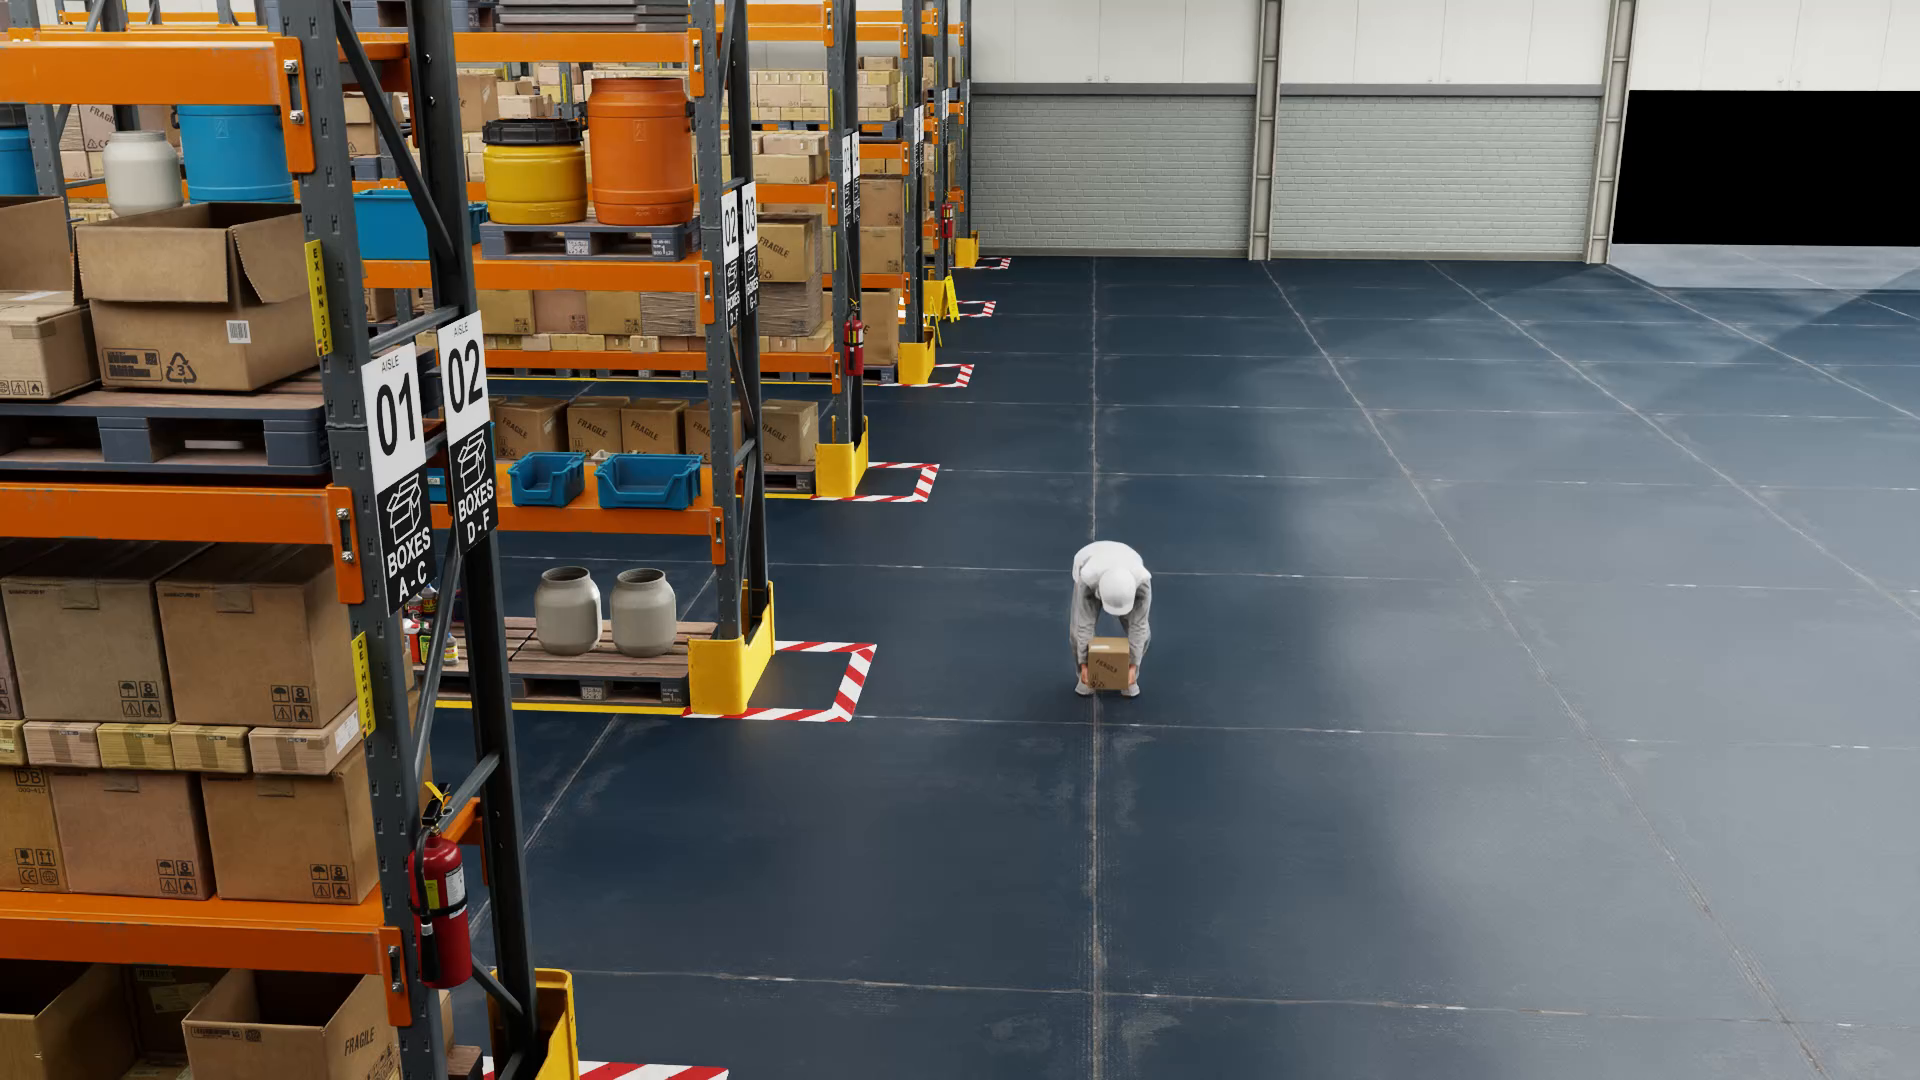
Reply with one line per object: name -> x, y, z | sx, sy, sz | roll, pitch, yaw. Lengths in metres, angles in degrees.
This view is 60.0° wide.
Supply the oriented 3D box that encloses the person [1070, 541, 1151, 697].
person -> 0.955, 0.545, 10.517 | 0.513, 1.024, 0.998 | 0, 17, 1
